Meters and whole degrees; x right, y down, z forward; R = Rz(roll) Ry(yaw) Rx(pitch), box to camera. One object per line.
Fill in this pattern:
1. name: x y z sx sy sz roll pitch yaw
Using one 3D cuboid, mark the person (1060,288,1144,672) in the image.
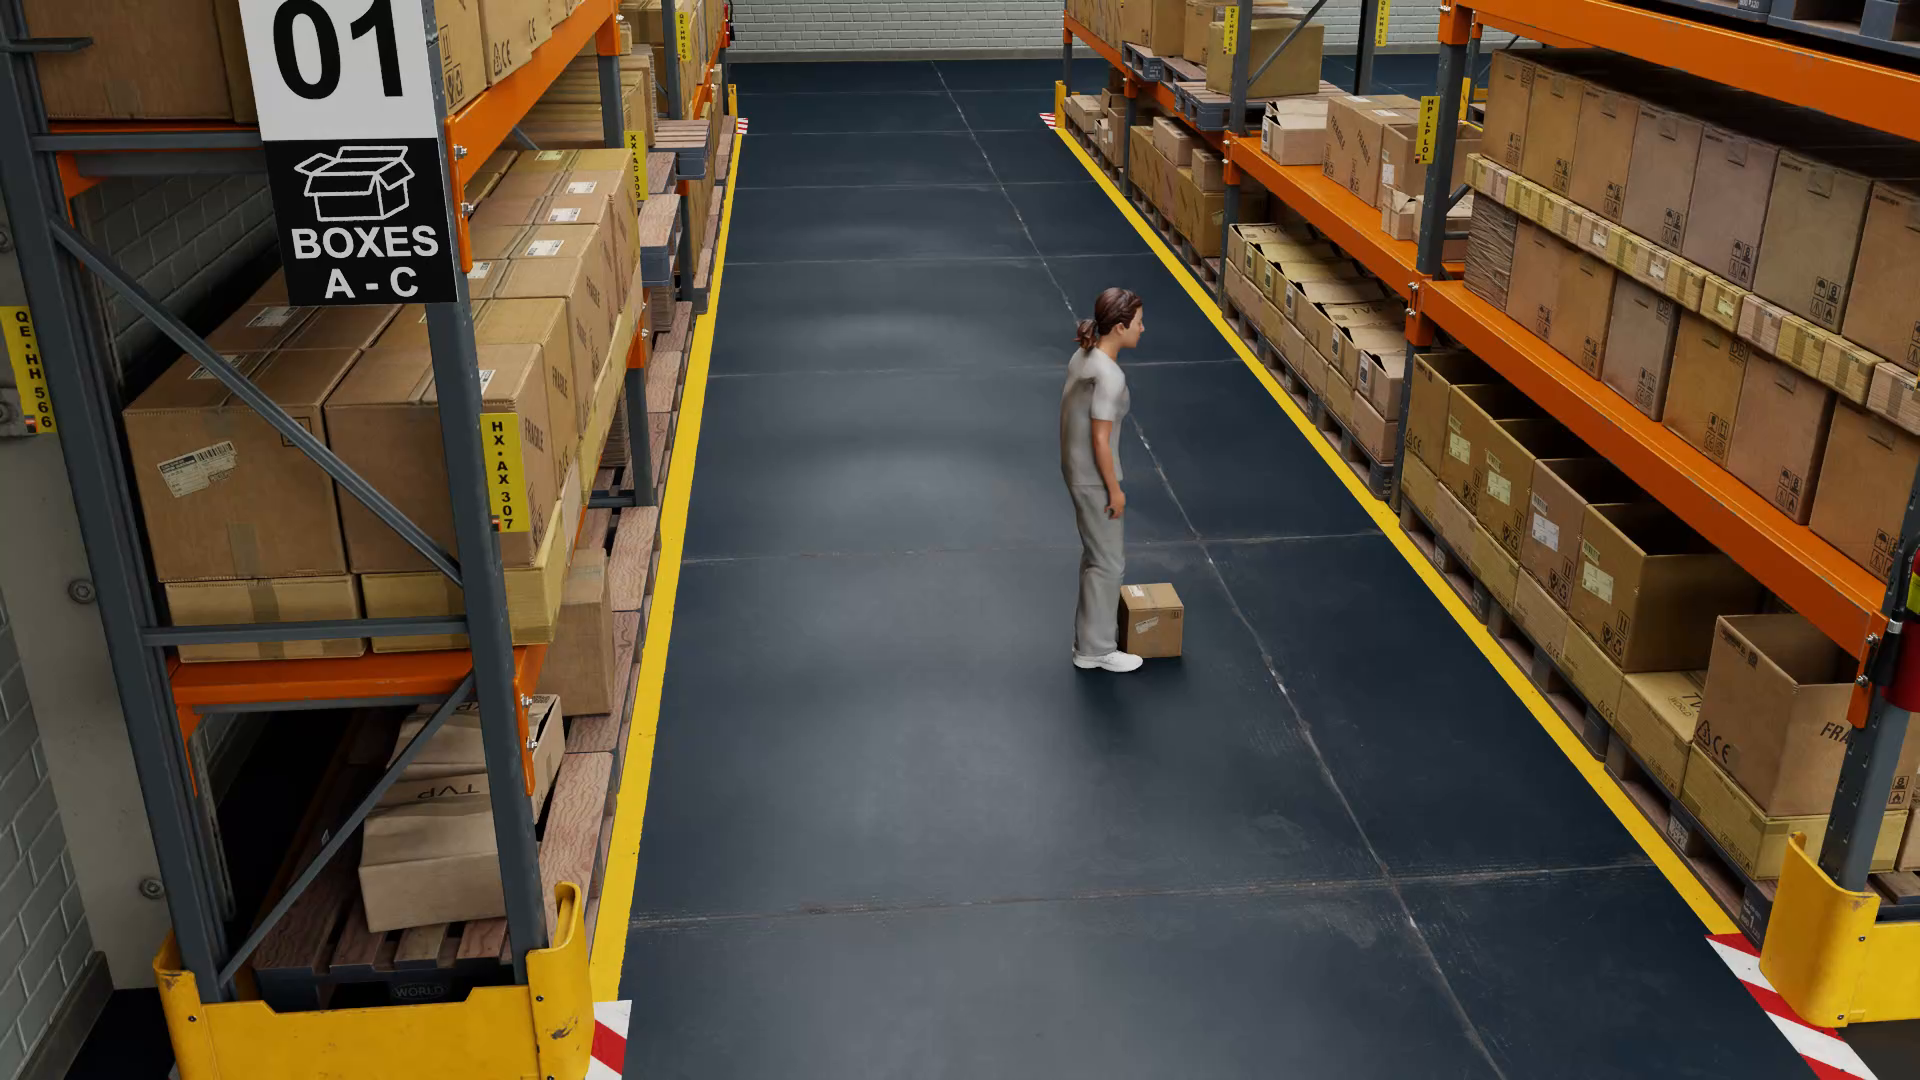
1. person: 0.636 -0.272 7.217 0.406 1.673 0.486 -2 24 -5
